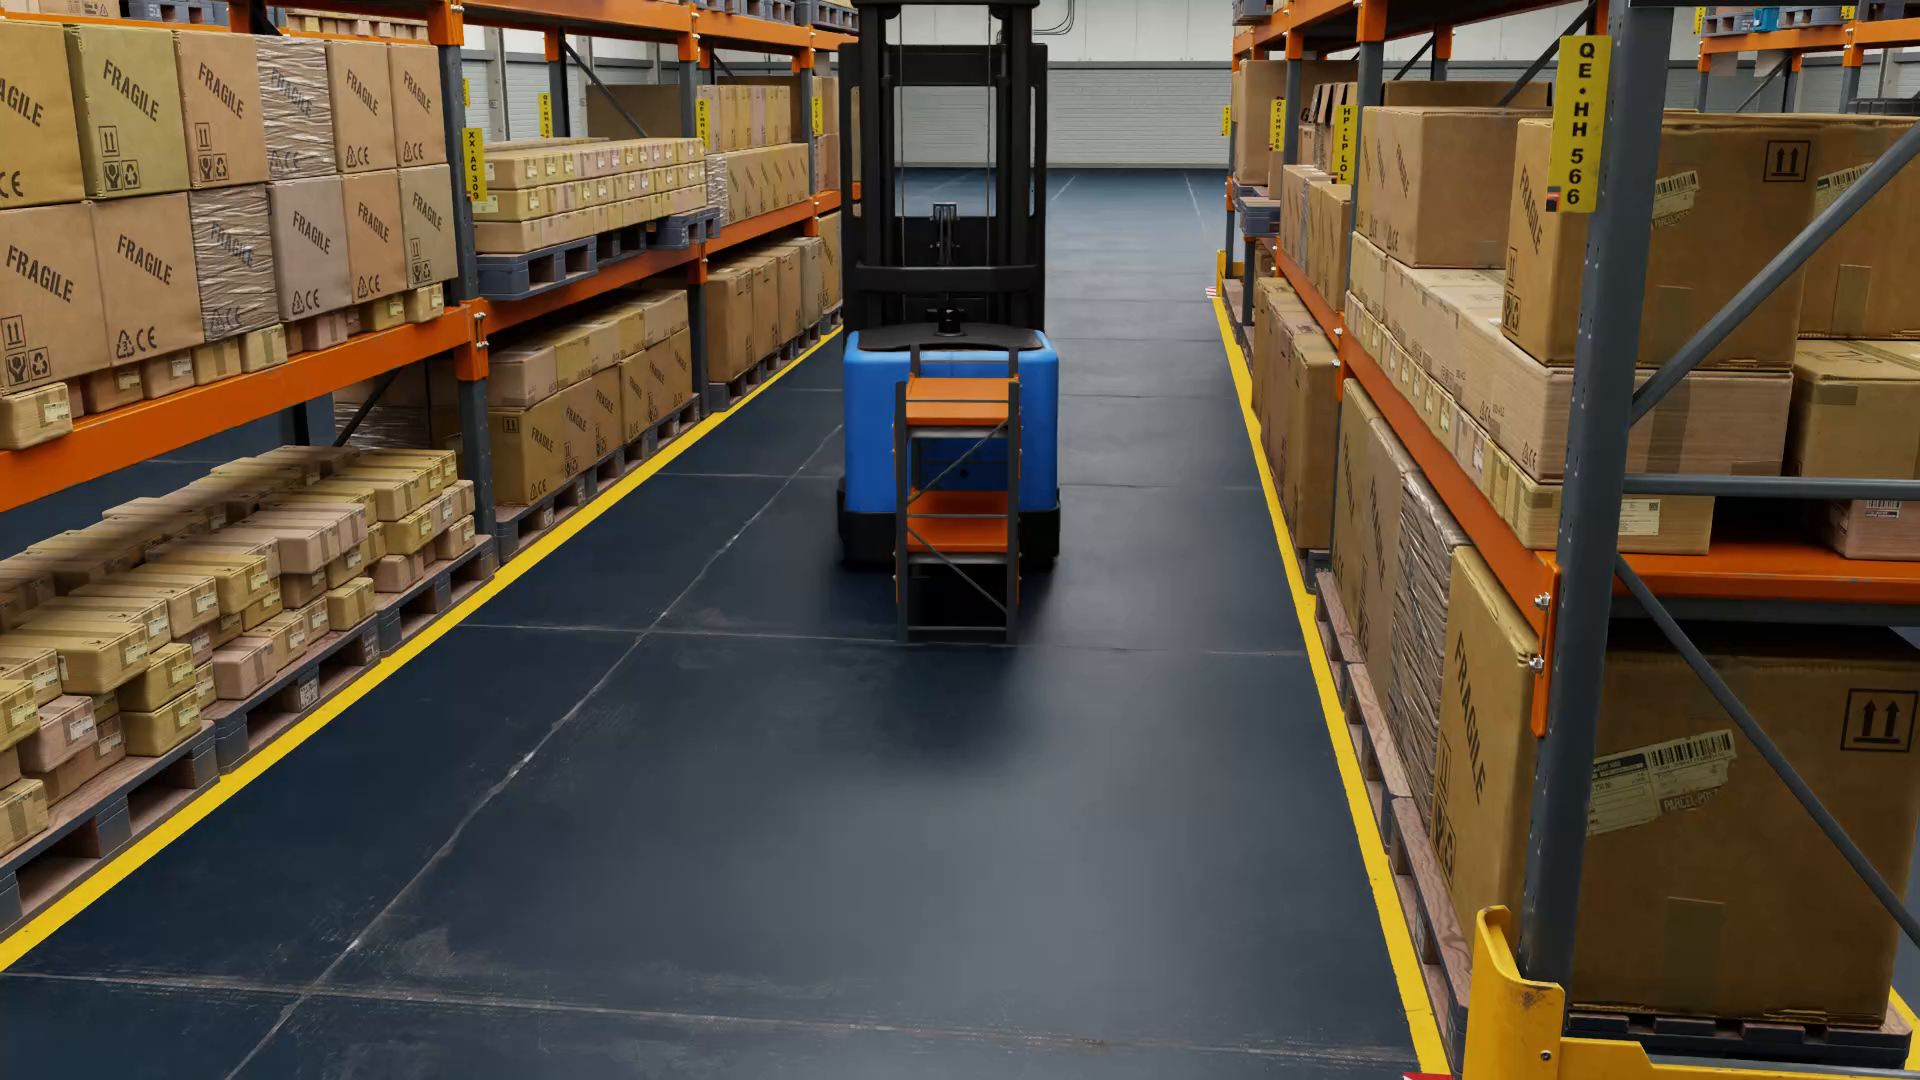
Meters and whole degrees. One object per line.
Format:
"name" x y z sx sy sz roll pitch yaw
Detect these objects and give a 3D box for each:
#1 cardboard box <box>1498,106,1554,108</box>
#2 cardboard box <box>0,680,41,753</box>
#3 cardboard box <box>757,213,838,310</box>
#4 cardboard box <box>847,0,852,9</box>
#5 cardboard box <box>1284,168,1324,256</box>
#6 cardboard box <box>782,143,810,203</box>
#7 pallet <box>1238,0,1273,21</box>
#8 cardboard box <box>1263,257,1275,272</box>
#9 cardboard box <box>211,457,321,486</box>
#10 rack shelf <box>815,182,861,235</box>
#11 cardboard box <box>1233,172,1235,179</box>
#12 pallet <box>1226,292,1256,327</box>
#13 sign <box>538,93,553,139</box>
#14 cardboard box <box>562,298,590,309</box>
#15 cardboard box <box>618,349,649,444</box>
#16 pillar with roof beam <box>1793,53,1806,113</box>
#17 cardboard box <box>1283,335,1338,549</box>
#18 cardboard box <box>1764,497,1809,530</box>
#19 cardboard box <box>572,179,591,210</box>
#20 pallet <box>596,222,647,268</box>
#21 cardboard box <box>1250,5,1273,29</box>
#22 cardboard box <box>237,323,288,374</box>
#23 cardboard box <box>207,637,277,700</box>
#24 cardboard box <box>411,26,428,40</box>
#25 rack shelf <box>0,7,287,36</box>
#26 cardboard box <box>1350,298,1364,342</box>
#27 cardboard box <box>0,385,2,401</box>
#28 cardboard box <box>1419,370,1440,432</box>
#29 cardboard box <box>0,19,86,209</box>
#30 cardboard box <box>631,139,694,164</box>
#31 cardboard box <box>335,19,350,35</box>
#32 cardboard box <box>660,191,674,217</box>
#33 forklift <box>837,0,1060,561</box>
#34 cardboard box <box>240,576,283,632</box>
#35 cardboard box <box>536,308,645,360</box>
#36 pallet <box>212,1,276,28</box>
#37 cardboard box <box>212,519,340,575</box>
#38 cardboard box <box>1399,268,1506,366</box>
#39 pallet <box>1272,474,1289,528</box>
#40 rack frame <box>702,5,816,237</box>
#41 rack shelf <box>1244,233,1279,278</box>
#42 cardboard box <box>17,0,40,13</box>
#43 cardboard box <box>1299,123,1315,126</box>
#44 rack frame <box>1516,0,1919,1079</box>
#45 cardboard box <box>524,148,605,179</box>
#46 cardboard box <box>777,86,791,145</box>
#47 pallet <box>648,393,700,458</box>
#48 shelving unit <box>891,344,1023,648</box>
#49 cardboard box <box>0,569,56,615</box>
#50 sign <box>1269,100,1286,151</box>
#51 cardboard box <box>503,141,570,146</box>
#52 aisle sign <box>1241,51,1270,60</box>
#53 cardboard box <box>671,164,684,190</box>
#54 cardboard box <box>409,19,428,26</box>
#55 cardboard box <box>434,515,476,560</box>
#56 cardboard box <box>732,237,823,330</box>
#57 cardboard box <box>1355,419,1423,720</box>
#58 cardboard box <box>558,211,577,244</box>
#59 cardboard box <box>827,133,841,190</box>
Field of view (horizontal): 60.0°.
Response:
"cardboard box" 2.378 -1.437 6.511 0.500 0.500 0.500 2 15 8
"cardboard box" -2.808 0.495 4.604 0.380 0.149 0.250 1 15 4
"cardboard box" -1.710 -2.716 16.227 0.875 0.875 0.875 2 15 7
"cardboard box" -1.300 -5.435 16.753 0.380 0.149 0.250 2 15 7
"cardboard box" 2.234 -1.965 9.990 0.500 0.500 0.500 1 15 5
"cardboard box" -1.643 -3.283 14.866 0.500 0.500 0.500 2 15 6
"pallet" 2.777 -4.137 12.829 1.213 0.211 1.003 2 15 6
"cardboard box" 3.209 -2.453 15.972 0.500 0.500 0.500 7 17 24
"cardboard box" -3.088 -0.264 7.409 0.380 0.149 0.250 2 15 9
"rack shelf" -1.624 -3.550 17.421 1.077 0.370 4.000 2 15 6
"cardboard box" 2.983 -3.669 16.965 0.380 0.149 0.250 2 15 6
"pallet" 3.243 -2.352 16.957 1.003 0.211 1.213 2 15 6
"sign" -2.853 -2.915 11.478 0.100 0.325 0.005 2 15 6
"cardboard box" -2.677 -1.395 10.624 0.500 0.250 0.500 2 15 6
"cardboard box" -2.222 -0.886 10.177 0.500 0.500 0.500 1 15 4
"pillar with roof beam" 18.171 -14.402 44.684 9.100 9.000 0.400 2 15 6
"cardboard box" 2.216 -0.475 7.936 1.225 0.875 0.875 2 15 6
"cardboard box" 2.108 -0.121 3.845 0.380 0.149 0.250 1 15 5
"cardboard box" -2.167 -1.819 8.748 0.380 0.149 0.250 1 15 4
"pallet" -2.484 -1.733 9.694 1.003 0.211 1.213 2 15 6
"cardboard box" 2.859 -4.707 14.865 0.500 0.250 0.500 2 15 8
"cardboard box" -2.657 -0.693 5.961 0.380 0.149 0.250 2 15 7
"cardboard box" -2.671 0.452 5.900 0.380 0.149 0.250 1 15 4
"cardboard box" -6.150 -5.628 18.462 0.380 0.149 0.250 2 15 8
"rack shelf" -7.006 -4.080 13.635 1.077 0.370 4.000 2 15 6
"cardboard box" 1.771 -0.875 6.631 0.380 0.149 0.250 1 15 4
"cardboard box" -2.879 -0.566 4.247 0.500 0.500 0.500 2 15 9
"cardboard box" 1.568 -0.406 4.900 0.380 0.149 0.250 2 15 6
"cardboard box" -2.839 -1.180 4.602 0.500 0.500 0.500 2 15 8
"cardboard box" -1.932 -2.504 10.711 0.380 0.149 0.250 2 15 6
"cardboard box" -6.389 -5.165 16.750 0.380 0.149 0.250 1 15 5
"cardboard box" -1.991 -2.085 10.303 0.380 0.149 0.250 1 15 6
"forklift" -0.100 -1.642 9.120 1.130 2.935 3.031 -1 15 -2
"cardboard box" -2.761 0.224 6.174 0.380 0.149 0.250 2 15 9
"cardboard box" -2.237 -1.251 10.089 0.500 0.250 0.500 2 15 8
"pallet" -6.955 -4.698 14.903 1.213 0.211 1.003 2 15 6
"cardboard box" -2.609 0.023 6.346 0.380 0.149 0.250 1 15 4
"cardboard box" 1.673 -0.697 5.210 0.500 0.250 0.500 2 15 6
"pallet" 2.311 -0.304 9.384 1.003 0.211 1.213 2 15 6
"rack frame" -1.850 -3.378 15.408 1.000 3.000 0.127 2 15 6
"rack shelf" 2.841 -2.340 12.947 1.077 0.370 4.000 2 15 6
"cardboard box" -6.998 -3.986 12.169 0.396 0.266 0.258 2 15 6
"cardboard box" 2.963 -3.006 13.030 0.797 0.503 0.637 3 15 12
"rack frame" 1.709 -0.094 3.262 0.949 2.616 0.053 2 15 6
"cardboard box" -2.136 -2.030 8.962 0.380 0.149 0.250 2 15 6
"cardboard box" -1.900 -3.780 14.788 0.700 0.500 0.500 1 15 5
"pallet" -2.391 -0.792 11.186 1.003 0.211 1.213 2 15 6
"shelving unit" 0.004 -0.228 7.351 0.538 1.125 1.048 0 15 2
"cardboard box" -3.341 0.205 5.676 0.380 0.149 0.250 2 15 8
"sign" 2.075 -2.703 10.844 0.100 0.325 0.005 2 15 6
"cardboard box" -2.636 -2.393 10.303 0.380 0.149 0.250 1 15 4
"aisle sign" 3.227 -5.523 18.361 0.394 0.787 0.004 2 15 6
"cardboard box" -1.960 -2.287 10.479 0.380 0.149 0.250 2 15 8
"cardboard box" -6.190 -5.784 18.275 0.500 0.250 0.500 1 15 5
"cardboard box" -2.459 -0.018 7.639 0.380 0.149 0.250 2 15 7
"cardboard box" -1.831 -2.331 15.042 1.050 0.750 0.750 2 15 6
"cardboard box" 1.909 0.094 5.833 0.875 0.875 0.875 2 15 6
"cardboard box" -2.194 -1.610 8.547 0.380 0.149 0.250 2 15 7
"cardboard box" -1.603 -3.826 16.779 0.875 0.550 0.550 2 15 6
